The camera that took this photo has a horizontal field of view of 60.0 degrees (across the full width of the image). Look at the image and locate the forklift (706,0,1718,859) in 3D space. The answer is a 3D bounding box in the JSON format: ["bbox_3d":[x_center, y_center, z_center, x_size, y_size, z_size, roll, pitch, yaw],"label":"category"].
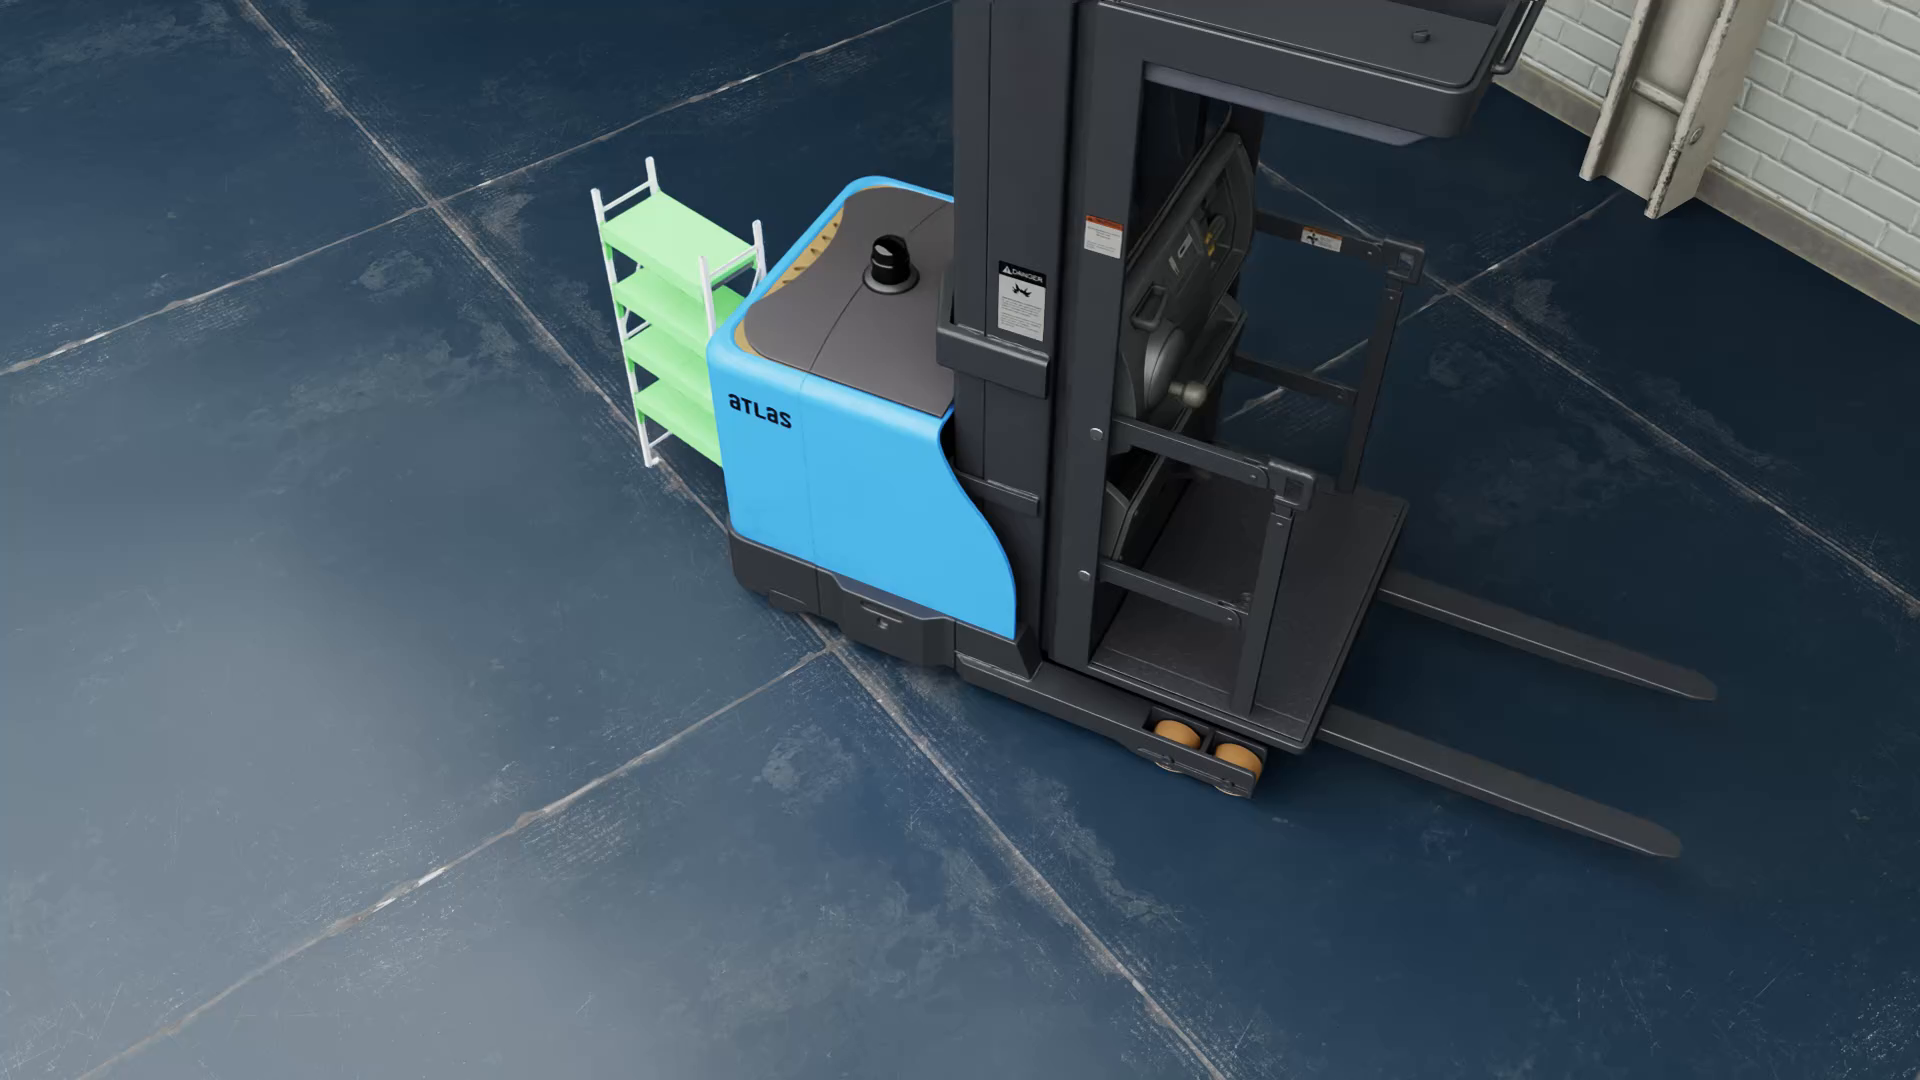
[{"bbox_3d":[0.795,-0.663,4.373,3.031,2.935,1.130,20,51,17],"label":"forklift"}]

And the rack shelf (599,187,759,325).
[{"bbox_3d":[-0.865,-0.891,5.186,0.480,0.148,0.258,34,56,27],"label":"rack shelf"}]

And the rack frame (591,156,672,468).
[{"bbox_3d":[-1.047,-0.732,5.604,0.015,1.200,0.240,34,56,27],"label":"rack frame"}]

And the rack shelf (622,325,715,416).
[{"bbox_3d":[-0.865,-0.568,5.542,0.480,0.148,0.258,34,56,27],"label":"rack shelf"}]

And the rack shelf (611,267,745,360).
[{"bbox_3d":[-0.865,-0.730,5.364,0.480,0.148,0.258,34,56,27],"label":"rack shelf"}]

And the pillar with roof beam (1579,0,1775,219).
[{"bbox_3d":[-0.516,-2.618,2.049,9.100,9.000,0.400,-29,54,-24],"label":"pillar with roof beam"}]

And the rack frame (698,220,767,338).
[{"bbox_3d":[-0.684,-0.490,5.385,0.015,1.200,0.240,34,56,27],"label":"rack frame"}]

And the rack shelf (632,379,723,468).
[{"bbox_3d":[-0.865,-0.407,5.719,0.480,0.148,0.258,34,56,27],"label":"rack shelf"}]

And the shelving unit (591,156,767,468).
[{"bbox_3d":[-0.865,-0.611,5.494,0.503,1.200,0.258,34,56,27],"label":"shelving unit"}]
